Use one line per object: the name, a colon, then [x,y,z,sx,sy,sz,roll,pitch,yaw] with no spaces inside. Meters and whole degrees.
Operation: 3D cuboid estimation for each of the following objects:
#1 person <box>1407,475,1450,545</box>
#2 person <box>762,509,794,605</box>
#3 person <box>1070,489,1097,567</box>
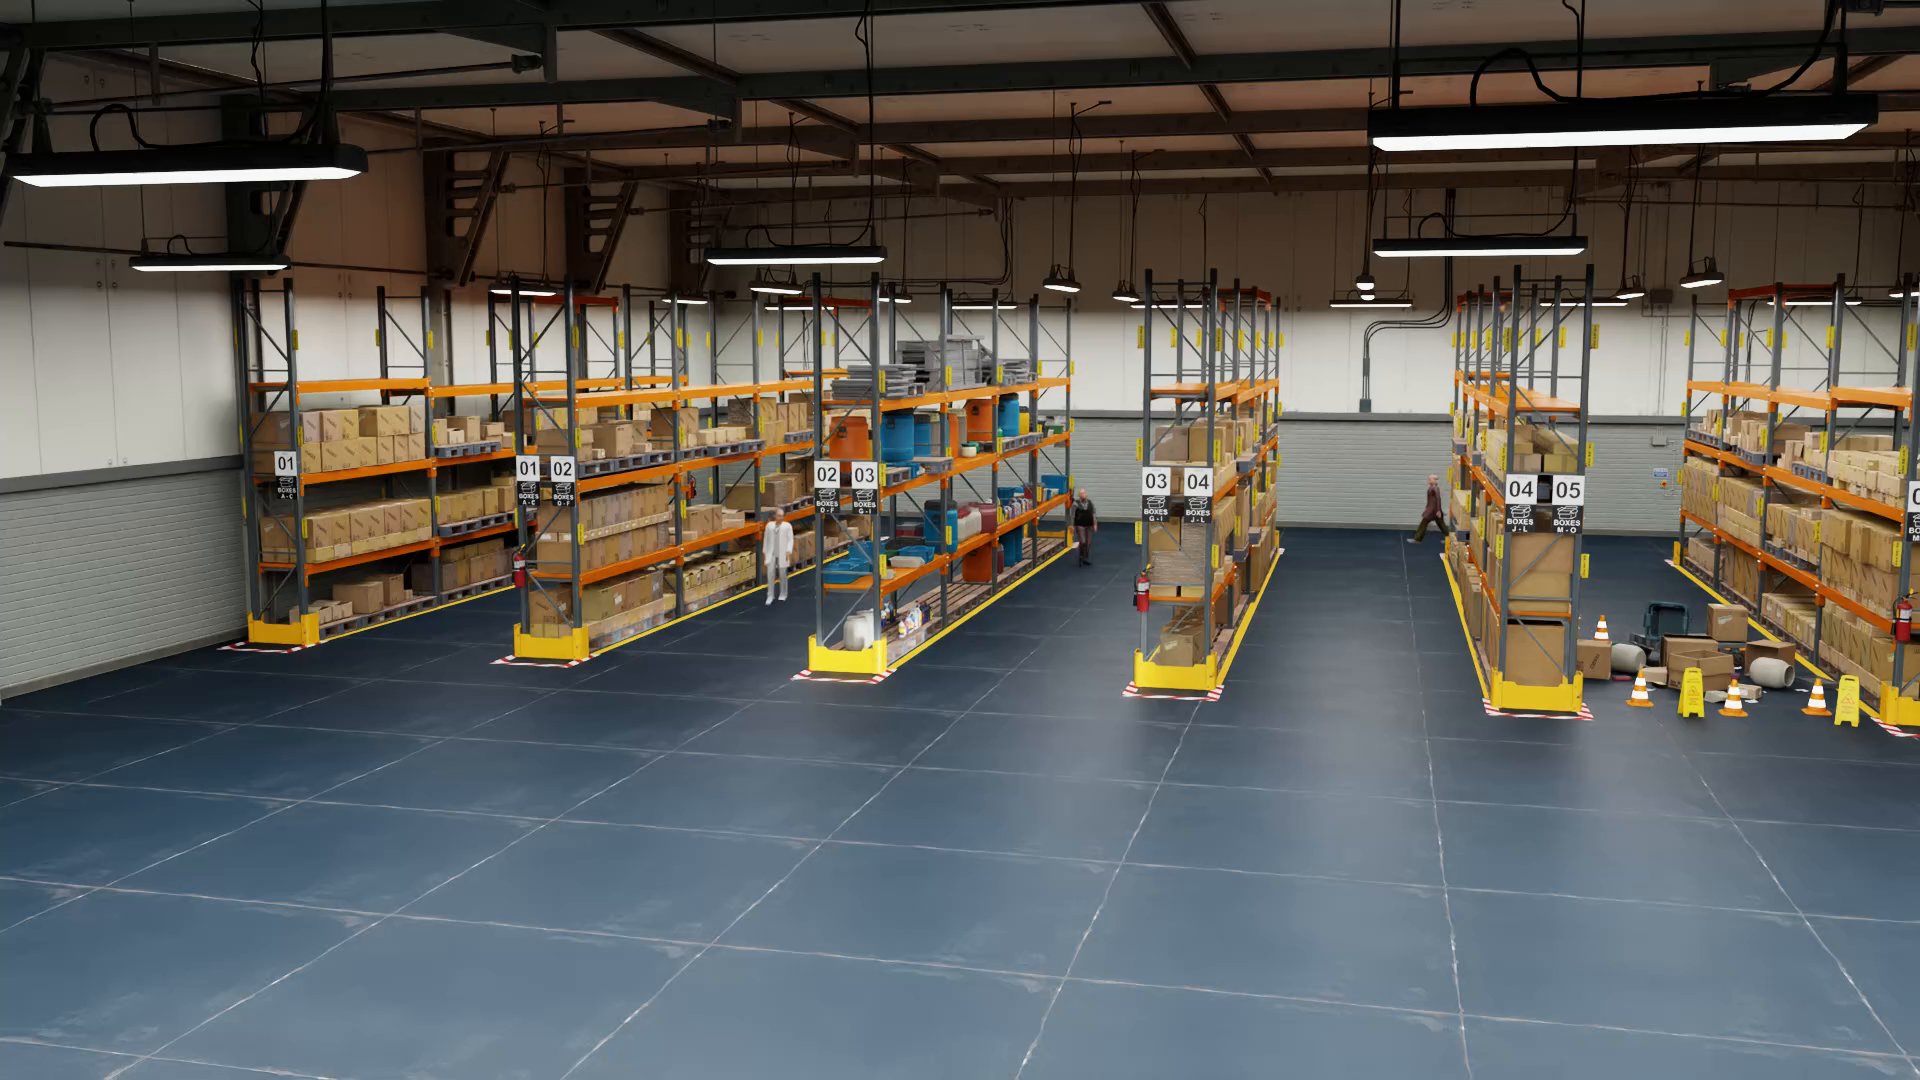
person: [11.582,-0.745,40.729,1.163,1.724,0.524,3,8,26]
person: [-3.516,0.331,31.920,0.619,1.766,0.798,0,7,1]
person: [2.771,-0.270,36.892,0.587,1.740,0.512,-3,7,-23]
